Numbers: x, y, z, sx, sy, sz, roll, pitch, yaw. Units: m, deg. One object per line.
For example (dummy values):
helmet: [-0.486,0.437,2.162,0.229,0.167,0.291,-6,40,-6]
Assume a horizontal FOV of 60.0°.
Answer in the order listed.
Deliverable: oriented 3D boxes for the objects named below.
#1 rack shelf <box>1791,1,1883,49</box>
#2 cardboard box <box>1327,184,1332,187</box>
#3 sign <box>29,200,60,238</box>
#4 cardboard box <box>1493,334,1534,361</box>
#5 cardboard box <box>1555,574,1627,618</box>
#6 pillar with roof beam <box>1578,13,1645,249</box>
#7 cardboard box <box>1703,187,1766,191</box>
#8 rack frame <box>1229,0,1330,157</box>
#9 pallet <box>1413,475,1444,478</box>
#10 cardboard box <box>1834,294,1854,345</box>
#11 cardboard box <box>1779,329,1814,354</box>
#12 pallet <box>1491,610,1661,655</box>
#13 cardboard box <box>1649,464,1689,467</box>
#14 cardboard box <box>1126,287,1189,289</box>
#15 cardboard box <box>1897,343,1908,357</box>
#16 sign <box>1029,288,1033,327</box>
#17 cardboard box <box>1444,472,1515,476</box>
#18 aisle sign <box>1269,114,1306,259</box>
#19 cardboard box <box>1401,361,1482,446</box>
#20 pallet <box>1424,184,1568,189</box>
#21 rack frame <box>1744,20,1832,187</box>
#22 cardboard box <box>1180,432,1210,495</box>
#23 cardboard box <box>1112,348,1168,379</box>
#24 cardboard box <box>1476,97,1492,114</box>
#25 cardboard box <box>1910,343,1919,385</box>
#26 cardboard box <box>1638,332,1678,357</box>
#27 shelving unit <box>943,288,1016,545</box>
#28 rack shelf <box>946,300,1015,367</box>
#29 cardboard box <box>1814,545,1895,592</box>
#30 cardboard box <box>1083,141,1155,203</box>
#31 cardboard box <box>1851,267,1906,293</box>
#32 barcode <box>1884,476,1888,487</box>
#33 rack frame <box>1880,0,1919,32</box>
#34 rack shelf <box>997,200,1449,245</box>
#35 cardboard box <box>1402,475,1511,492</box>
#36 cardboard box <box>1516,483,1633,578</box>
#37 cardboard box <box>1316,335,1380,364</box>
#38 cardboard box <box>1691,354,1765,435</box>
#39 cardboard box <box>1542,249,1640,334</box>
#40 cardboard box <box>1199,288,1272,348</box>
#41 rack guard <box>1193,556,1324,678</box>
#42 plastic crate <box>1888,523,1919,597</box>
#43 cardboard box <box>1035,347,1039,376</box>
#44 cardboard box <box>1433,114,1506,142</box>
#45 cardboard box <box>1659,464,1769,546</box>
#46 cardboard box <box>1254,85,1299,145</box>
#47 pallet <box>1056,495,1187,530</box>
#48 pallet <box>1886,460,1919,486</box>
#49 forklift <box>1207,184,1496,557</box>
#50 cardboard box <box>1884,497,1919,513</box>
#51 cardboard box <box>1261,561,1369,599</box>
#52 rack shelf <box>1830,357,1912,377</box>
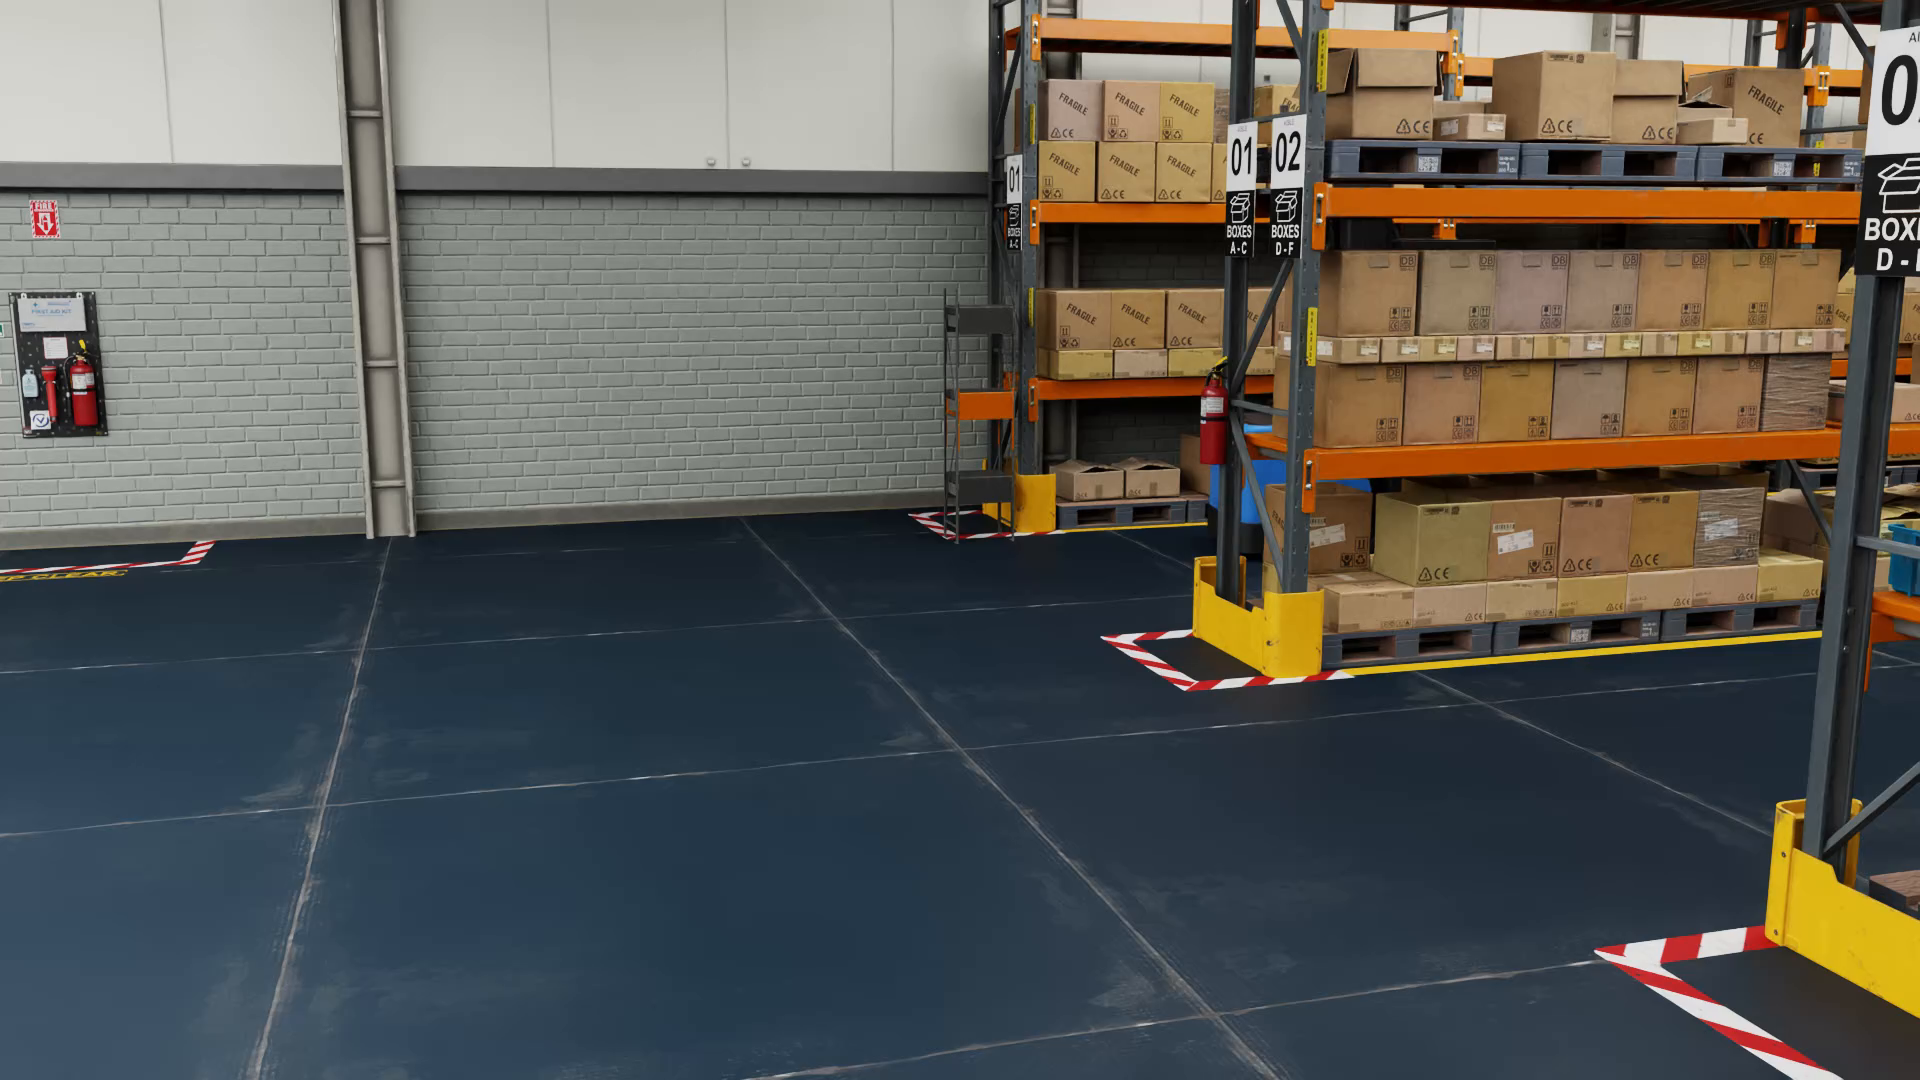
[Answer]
rack shelf: [7.596,-3.482,11.200,4.000,0.370,1.077,-3,11,-16]
cardboard box: [3.383,-3.285,14.987,0.500,0.500,0.500,-4,11,-21]
sign: [-7.302,-2.561,13.268,0.199,0.298,0.001,-3,11,-16]
cardboard box: [3.263,-1.182,10.114,0.250,0.149,0.380,-3,11,-18]
cardboard box: [3.853,0.303,10.551,0.500,0.250,0.500,-3,11,-16]
pillar with roof beam: [7.842,-4.331,12.719,0.400,9.000,9.100,-3,11,-16]
cardboard box: [7.513,-3.403,16.150,0.500,0.311,0.500,-3,11,-16]
rack frame: [1.836,-3.729,9.449,0.127,3.000,1.000,-3,11,-16]
pallet: [5.035,-0.511,16.236,1.213,0.211,1.003,-3,11,-16]
cardboard box: [8.667,-2.230,16.722,0.500,0.500,0.500,-3,11,-14]
cardboard box: [5.237,-1.286,10.681,0.250,0.149,0.380,-3,11,-17]
pallet: [3.727,0.485,10.826,1.213,0.211,1.003,-3,11,-16]
cardboard box: [6.925,-0.980,16.776,0.500,0.500,0.700,-3,11,-16]
cardboard box: [1.822,-2.056,15.218,0.500,0.500,0.500,-3,11,-18]
cardboard box: [9.486,-1.966,17.080,0.250,0.149,0.380,-3,11,-15]
sign: [0.599,-1.971,14.078,0.005,0.325,0.100,-3,11,-16]
cardboard box: [4.990,-0.869,16.173,0.500,0.500,0.700,-3,11,-14]
aisle sign: [1.858,-2.001,9.450,0.004,0.787,0.394,-3,11,-16]
cardboard box: [2.790,-0.877,10.249,0.500,0.500,0.700,-3,11,-14]
pallet: [4.911,-3.238,15.583,1.003,0.211,1.213,-3,11,-16]
rack frame: [8.129,-4.995,16.325,0.127,3.000,1.000,-3,11,-16]
cardboard box: [2.403,-0.703,15.272,0.500,0.500,0.700,-4,11,-20]
cardboard box: [1.499,-1.574,14.671,0.500,0.250,0.500,-3,11,-18]
cardboard box: [3.401,-2.618,10.397,0.500,0.311,0.500,-2,11,-9]
cardboard box: [6.924,-1.093,11.423,0.500,0.500,0.500,-2,11,-12]
cardboard box: [4.255,-1.234,10.400,0.250,0.149,0.380,-3,11,-14]
shelving unit: [0.159,-1.041,13.902,0.503,2.100,0.431,-3,11,-16]
rack shelf: [0.159,-1.716,13.777,0.480,0.518,0.431,-3,11,-16]
cardboard box: [6.133,0.187,11.180,0.500,0.250,0.500,-3,11,-17]
cardboard box: [1.364,-3.168,14.356,0.500,0.500,0.500,-2,11,-12]
cardboard box: [9.152,-2.624,16.792,0.500,0.250,0.500,-3,11,-17]
barcode: [6.038,-0.381,10.869,0.075,0.075,0.001,-3,11,-16]
rack frame: [3.216,-2.868,4.771,0.127,3.000,1.000,-3,11,-16]
rack shelf: [2.368,-2.862,15.012,4.000,0.370,1.077,-3,11,-16]
cardboard box: [3.223,-0.134,10.853,0.500,0.500,0.500,-3,11,-16]
cardboard box: [3.854,-0.066,10.483,0.500,0.500,0.500,-3,11,-16]
cardboard box: [2.273,-1.129,9.829,0.250,0.149,0.380,-3,11,-16]
cardboard box: [4.747,-0.979,10.804,0.500,0.500,0.700,-3,11,-17]
cardboard box: [3.806,-1.569,10.424,0.500,0.500,0.700,-3,11,-16]
cardboard box: [2.457,-1.993,14.876,0.500,0.500,0.500,-3,11,-14]
rack guard: [1.813,0.452,10.212,0.348,0.500,1.175,-3,11,-16]
plastic crate: [3.613,0.078,5.748,0.616,0.251,0.499,-3,11,-16]
cardboard box: [0.842,-1.633,14.992,0.500,0.250,0.500,-3,11,-15]
cardboard box: [3.014,-2.435,9.850,0.250,0.149,0.380,-3,11,-16]
cardboard box: [5.143,-0.235,11.403,0.500,0.500,0.500,-3,11,-16]
cardboard box: [2.861,-3.738,14.688,0.500,0.500,0.500,-3,11,-18]
pallet: [1.310,-0.307,15.132,1.213,0.211,1.003,-3,11,-16]
pallet: [10.076,-0.761,17.598,1.213,0.211,1.003,-3,11,-16]
forklift: [3.634,-1.390,13.501,3.031,2.935,1.130,-1,11,-7]
cardboard box: [6.625,-0.113,11.263,0.500,0.311,0.500,-3,11,-17]
cardboard box: [2.268,0.288,10.630,0.500,0.250,0.500,-3,11,-16]
rack shelf: [10.049,-1.792,17.483,4.000,0.370,1.077,-3,11,-16]
